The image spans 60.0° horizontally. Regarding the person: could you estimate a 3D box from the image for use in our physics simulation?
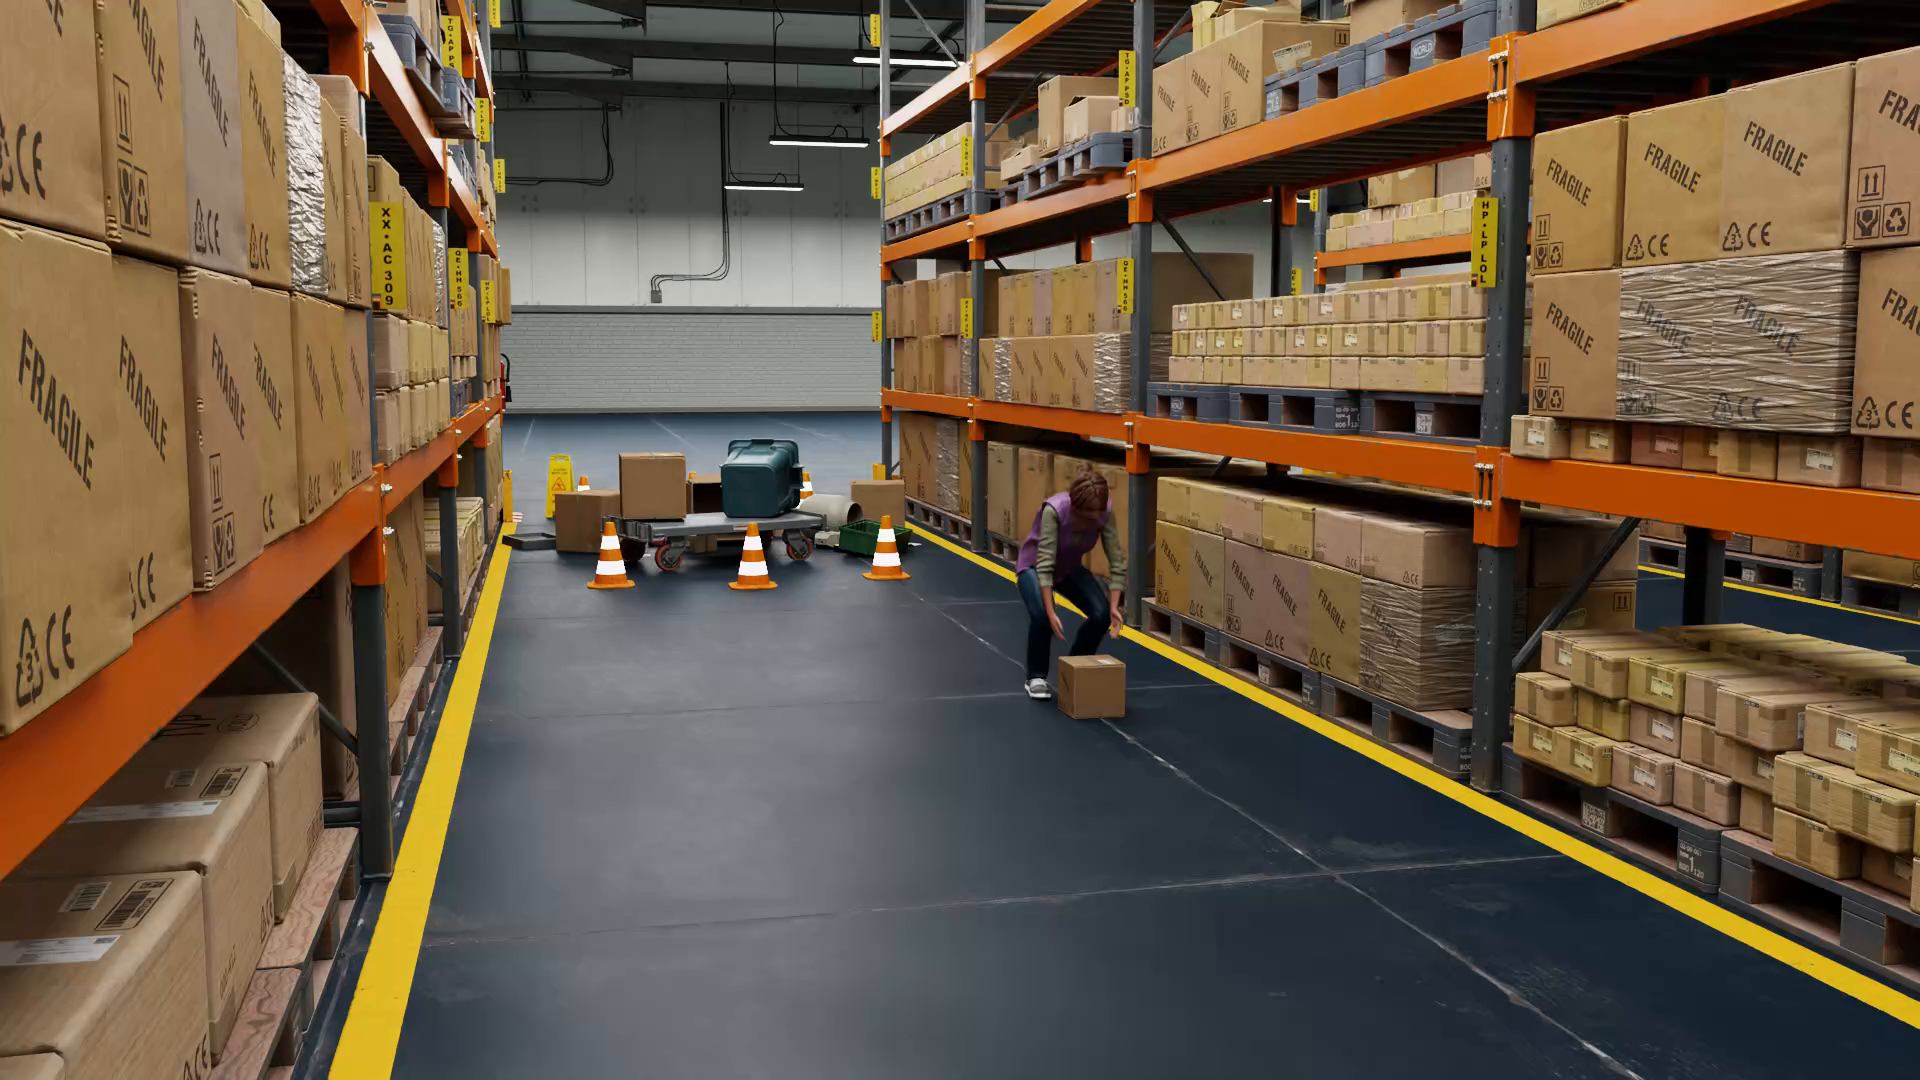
[{"bbox_3d":[0.540,0.219,8.104,0.464,1.115,0.736,-2,7,-14],"label":"person"}]
